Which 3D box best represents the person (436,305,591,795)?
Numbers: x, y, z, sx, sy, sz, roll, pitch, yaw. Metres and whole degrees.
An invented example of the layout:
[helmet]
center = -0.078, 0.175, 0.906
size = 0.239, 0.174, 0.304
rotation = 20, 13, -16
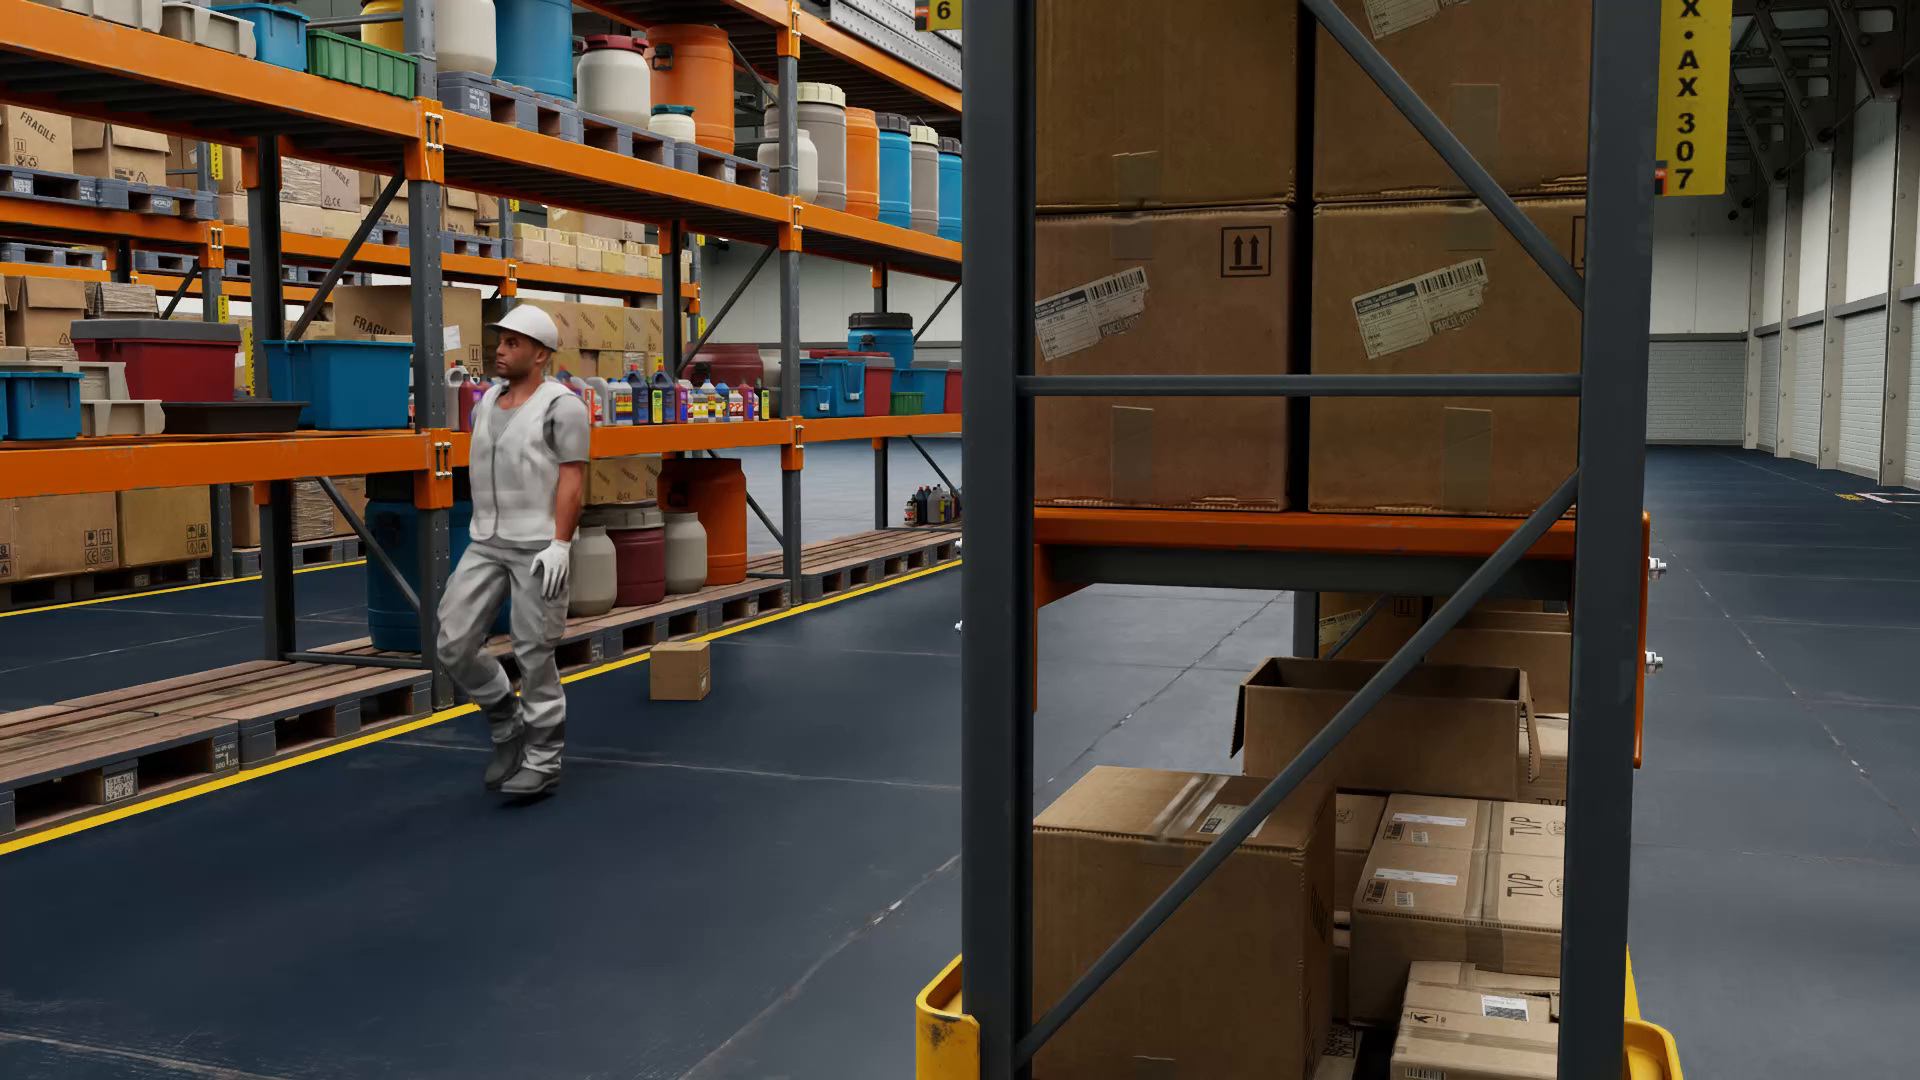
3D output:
[person]
center = -1.617, 0.045, 6.047
size = 0.531, 1.793, 0.444
rotation = 2, 6, 23
